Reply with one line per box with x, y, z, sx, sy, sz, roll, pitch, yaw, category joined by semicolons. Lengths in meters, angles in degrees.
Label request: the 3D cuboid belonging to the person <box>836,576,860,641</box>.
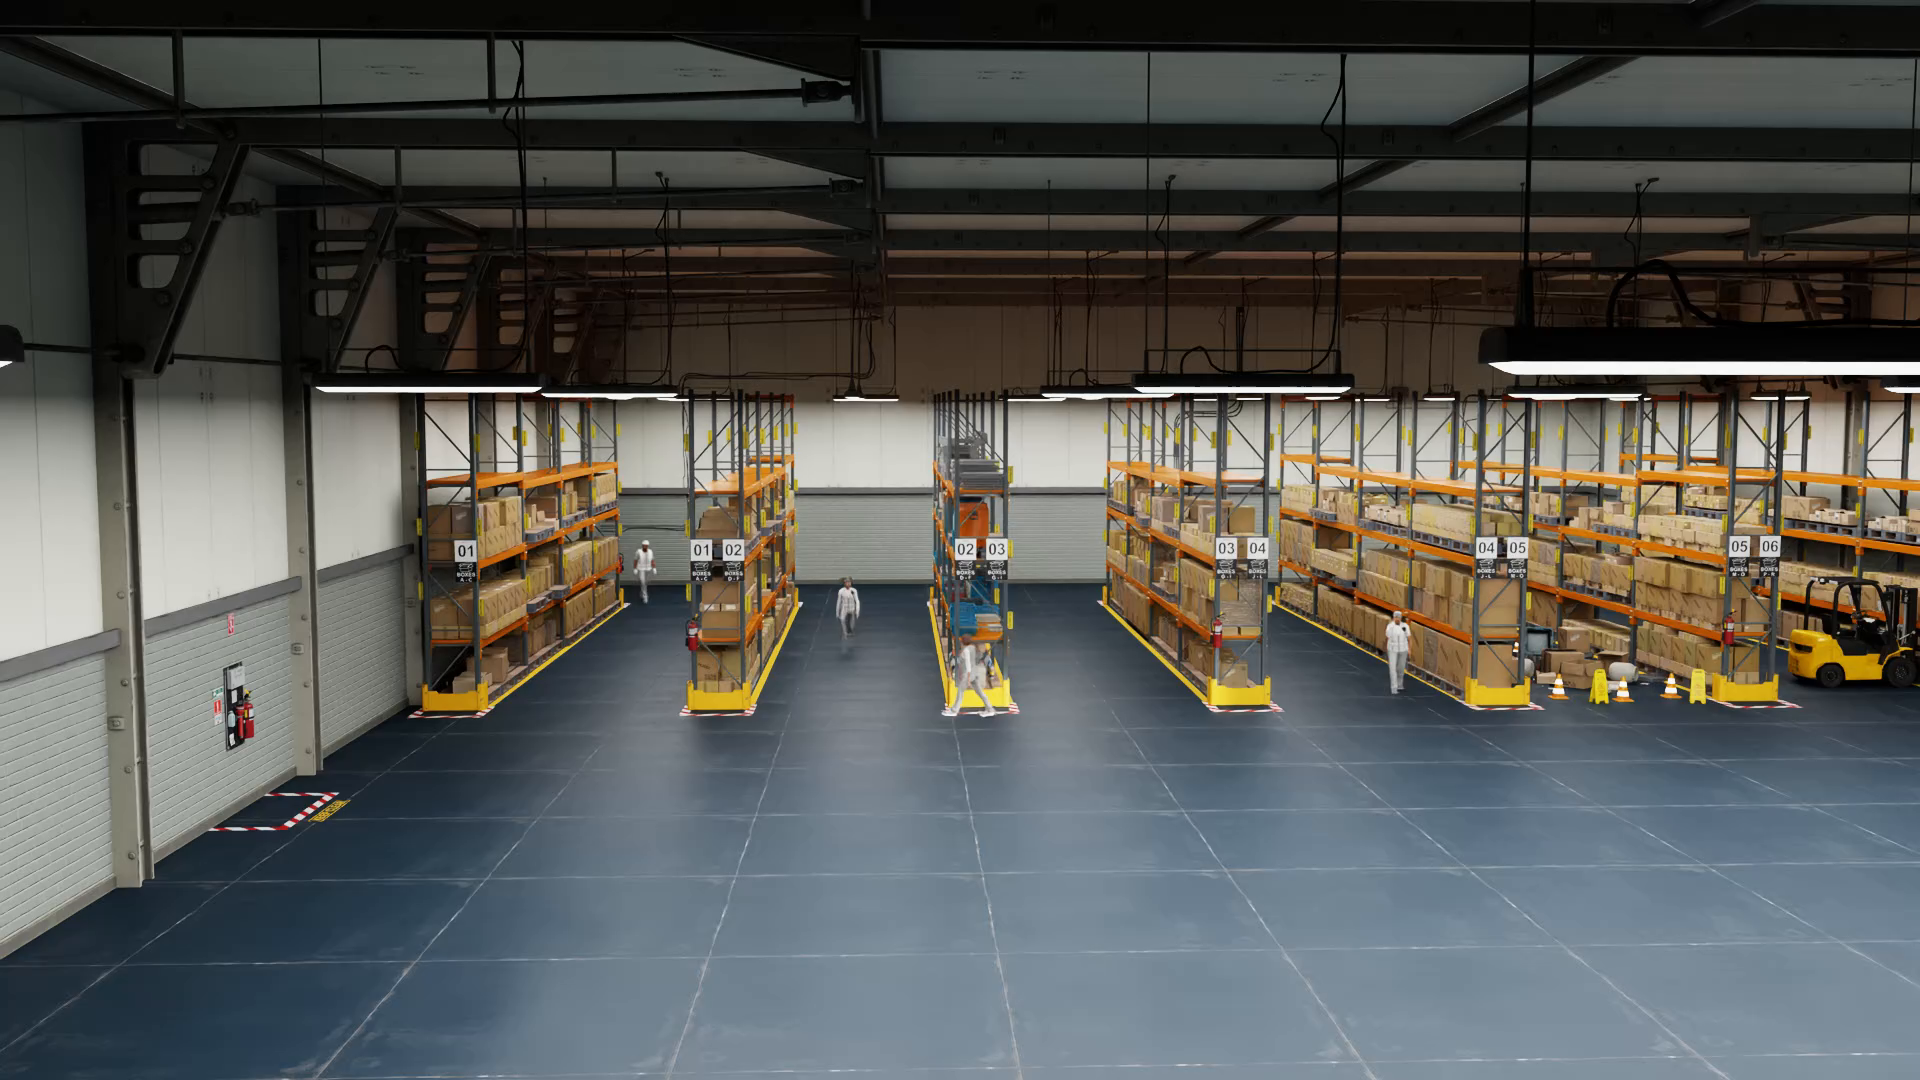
-2.598;1.568;38.655;0.539;1.453;1.034;-1;5;-11;person

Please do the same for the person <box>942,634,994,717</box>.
0.159;2.462;30.340;0.975;1.528;0.473;2;5;18;person

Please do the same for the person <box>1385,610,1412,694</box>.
8.699;2.208;32.964;0.501;1.611;0.949;1;5;9;person

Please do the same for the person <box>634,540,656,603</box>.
-9.184;0.897;48.450;0.598;1.785;0.905;-3;6;-34;person
